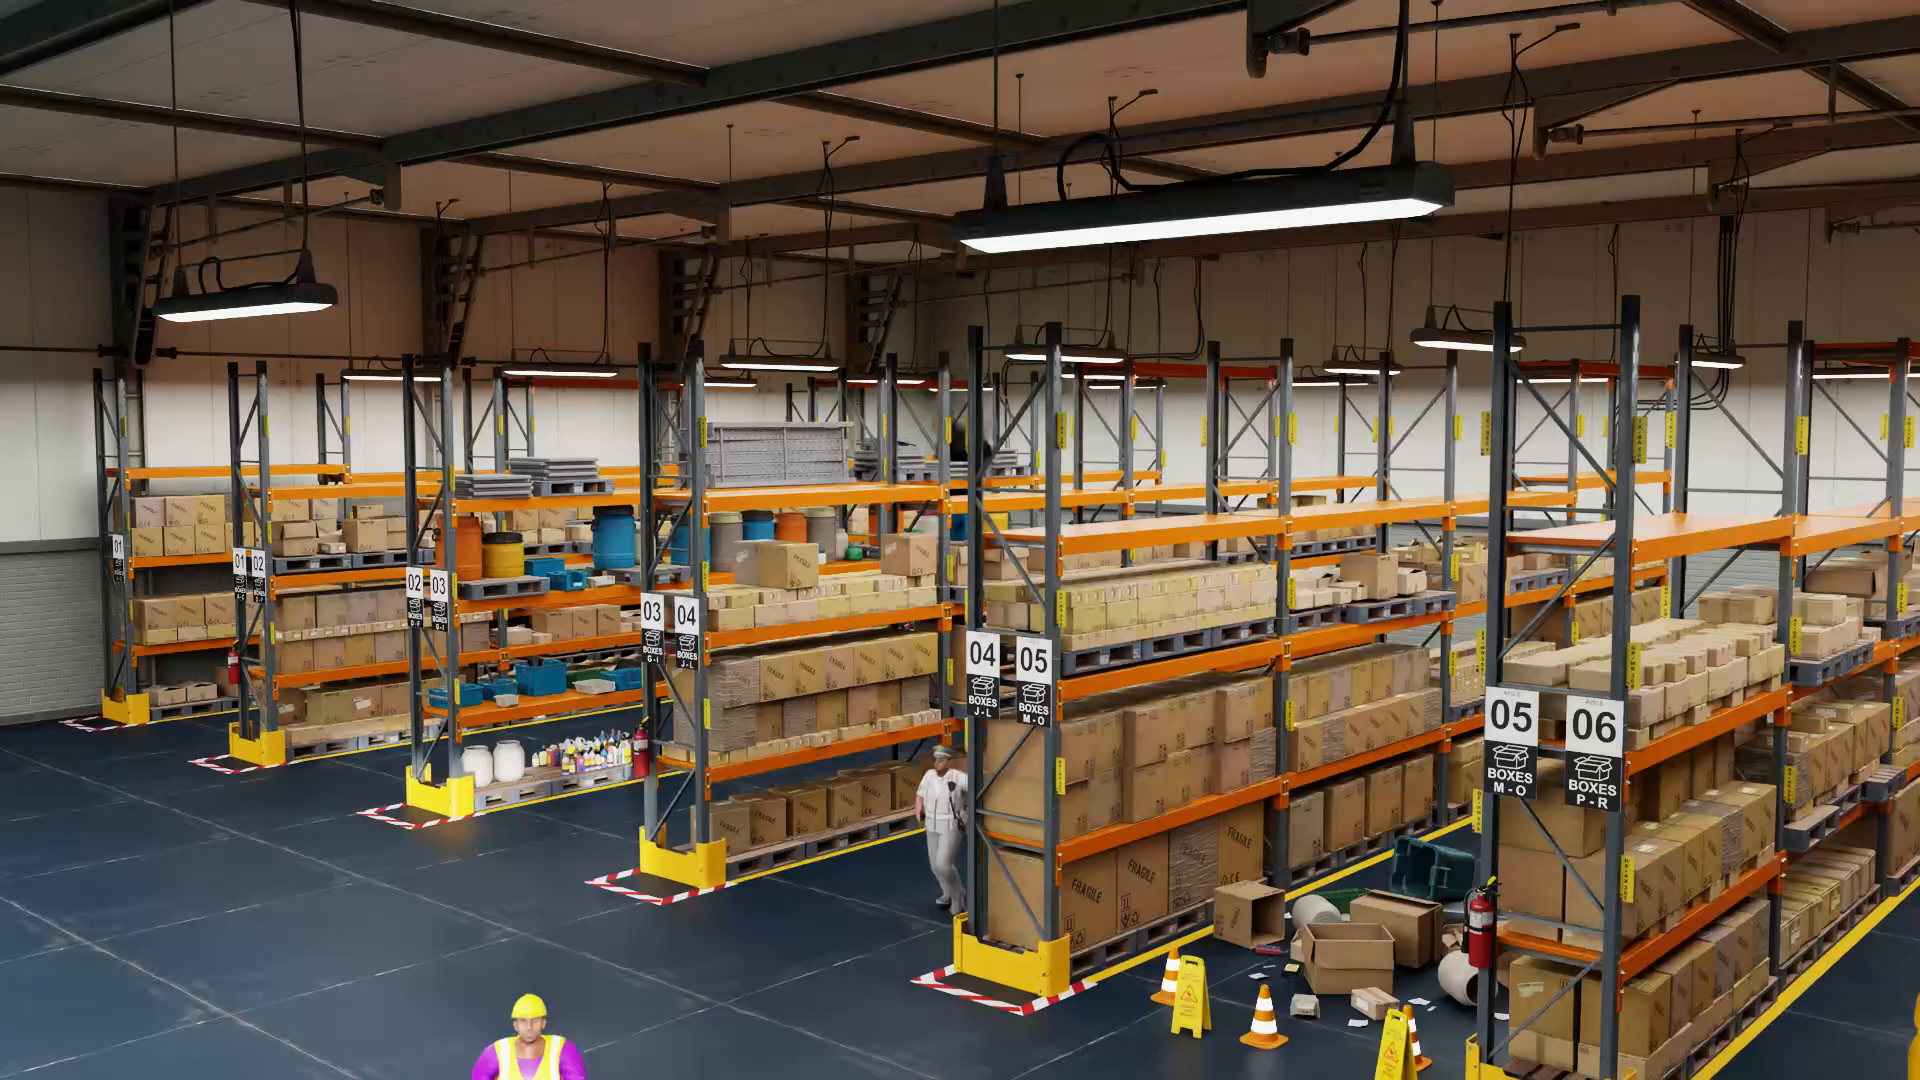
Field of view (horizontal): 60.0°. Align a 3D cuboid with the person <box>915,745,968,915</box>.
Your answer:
[{"bbox_3d":[-0.170,3.027,17.317,0.693,1.812,0.702,2,5,31],"label":"person"}]

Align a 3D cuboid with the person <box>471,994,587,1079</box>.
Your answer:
[{"bbox_3d":[-2.571,3.575,9.935,0.699,1.722,0.580,-1,4,-15],"label":"person"}]
